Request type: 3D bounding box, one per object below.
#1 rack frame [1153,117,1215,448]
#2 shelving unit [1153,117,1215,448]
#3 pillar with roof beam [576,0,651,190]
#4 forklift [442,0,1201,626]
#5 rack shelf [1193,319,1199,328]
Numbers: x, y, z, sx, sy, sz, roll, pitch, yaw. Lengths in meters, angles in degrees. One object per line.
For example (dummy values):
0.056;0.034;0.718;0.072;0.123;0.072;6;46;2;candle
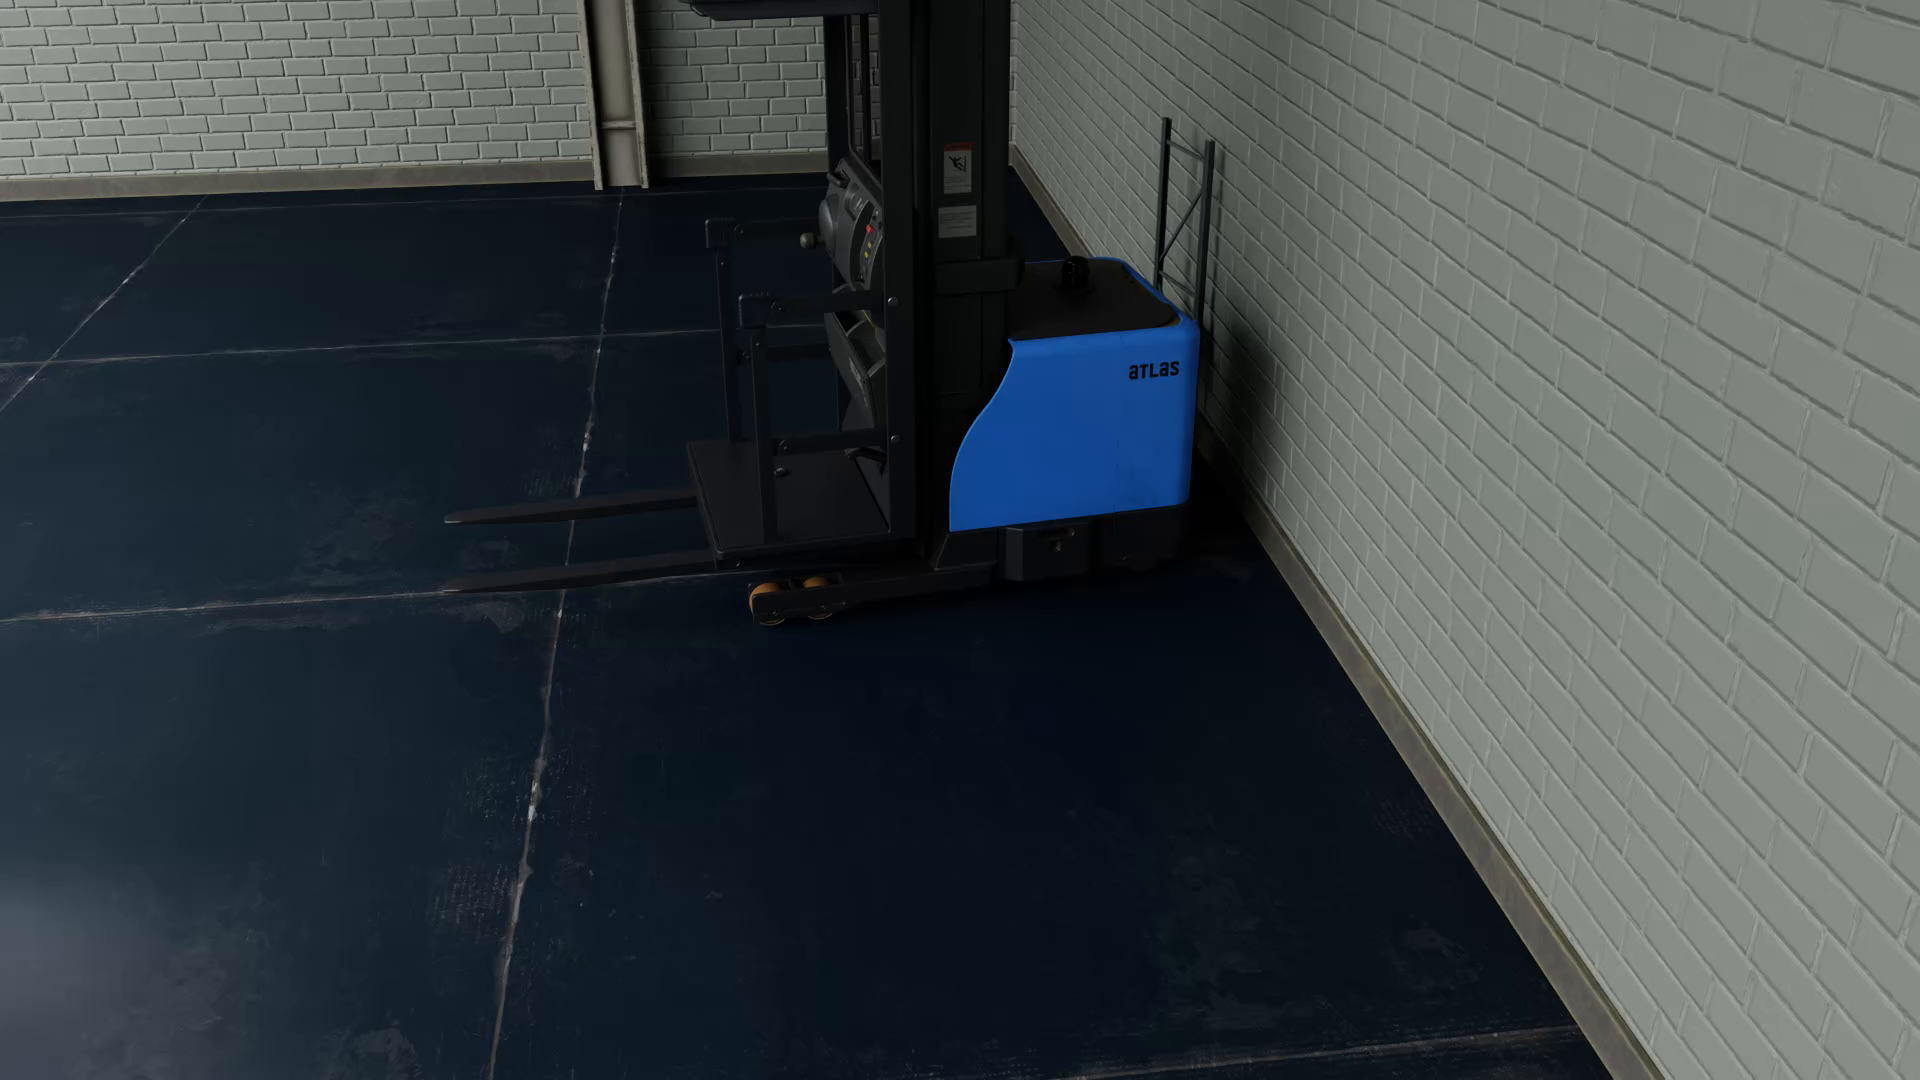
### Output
1.050;-1.223;7.991;0.032;1.500;0.500;-9;28;-17;rack frame
0.568;-1.149;7.846;1.048;1.500;0.538;-9;28;-17;shelving unit
-1.922;-4.730;6.610;0.400;9.000;9.100;-4;27;-7;pillar with roof beam
-0.606;-1.232;6.440;3.031;2.935;1.130;-7;28;-13;forklift
0.568;-0.989;7.928;1.000;0.185;0.538;-9;28;-17;rack shelf
